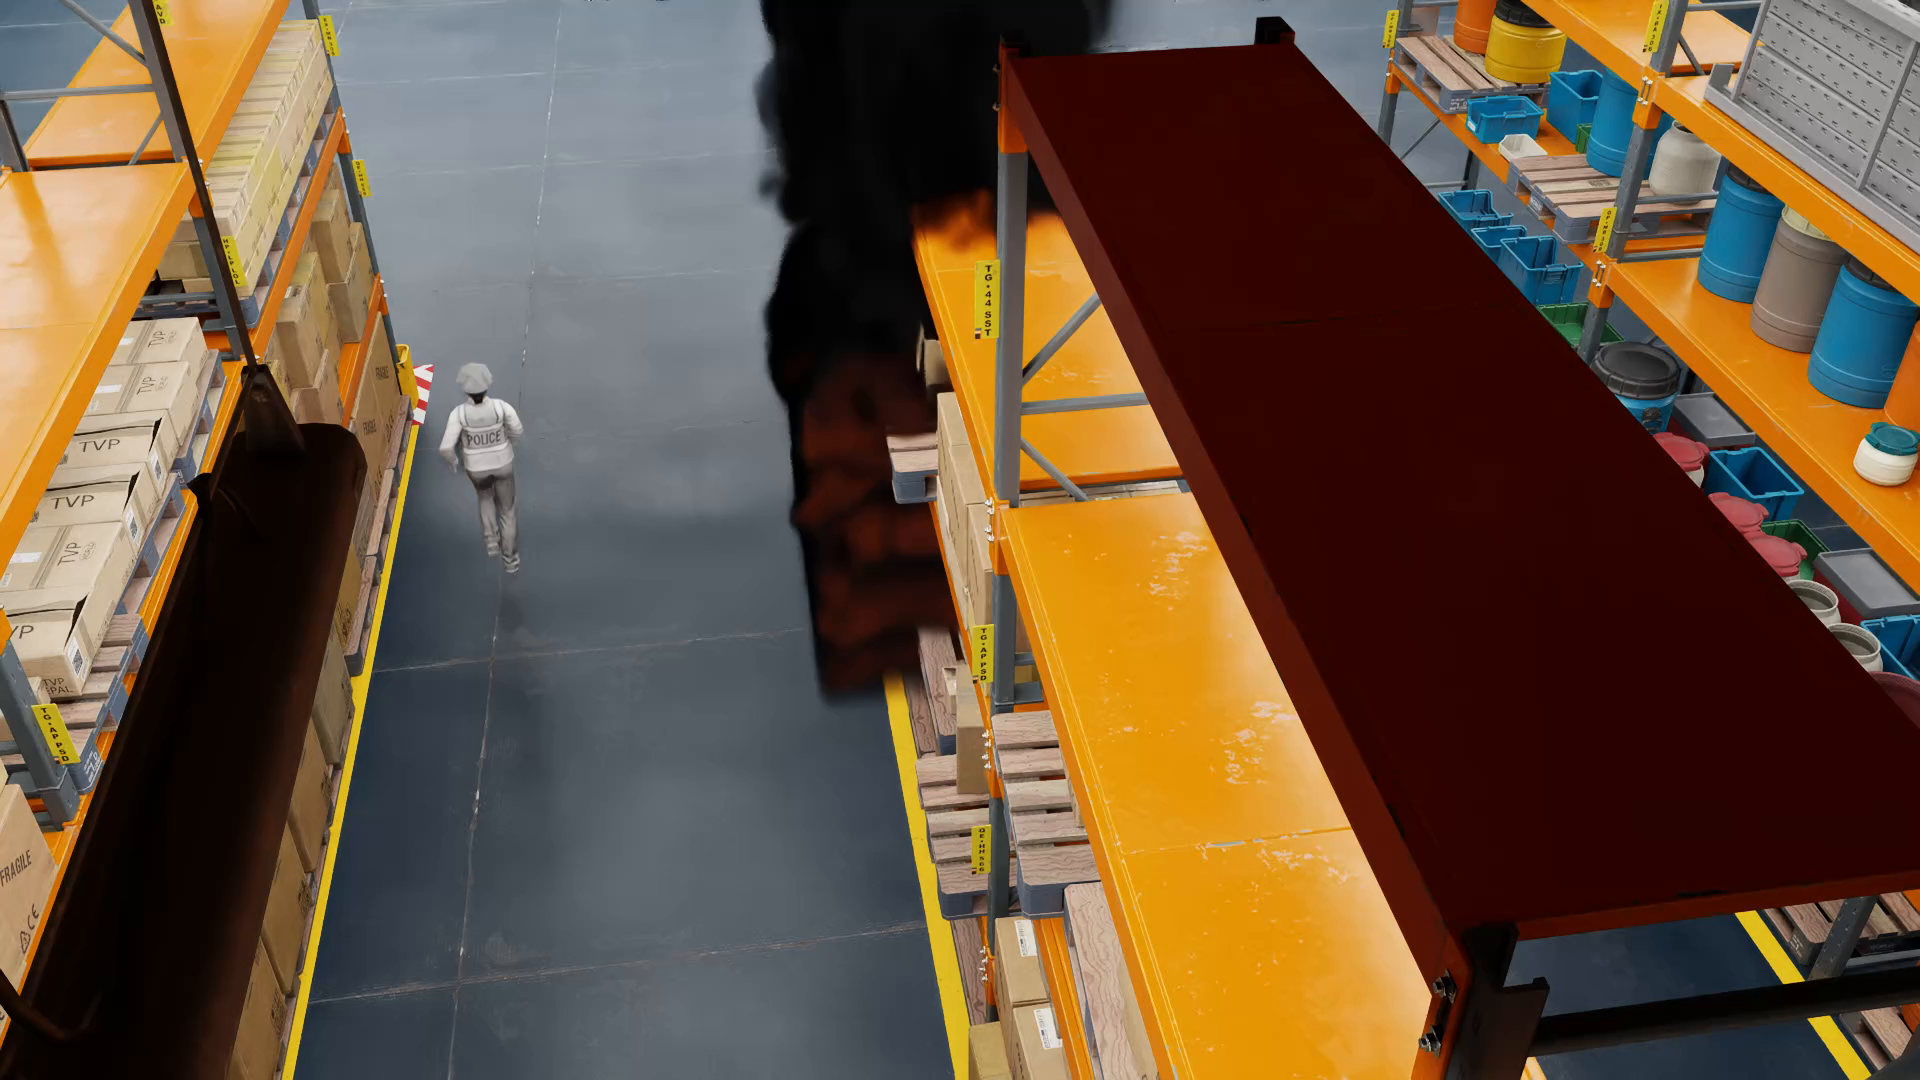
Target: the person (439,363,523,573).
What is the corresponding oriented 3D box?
[{"bbox_3d":[-3.492,-0.552,12.313,0.583,1.734,0.649,-8,37,-10],"label":"person"}]
